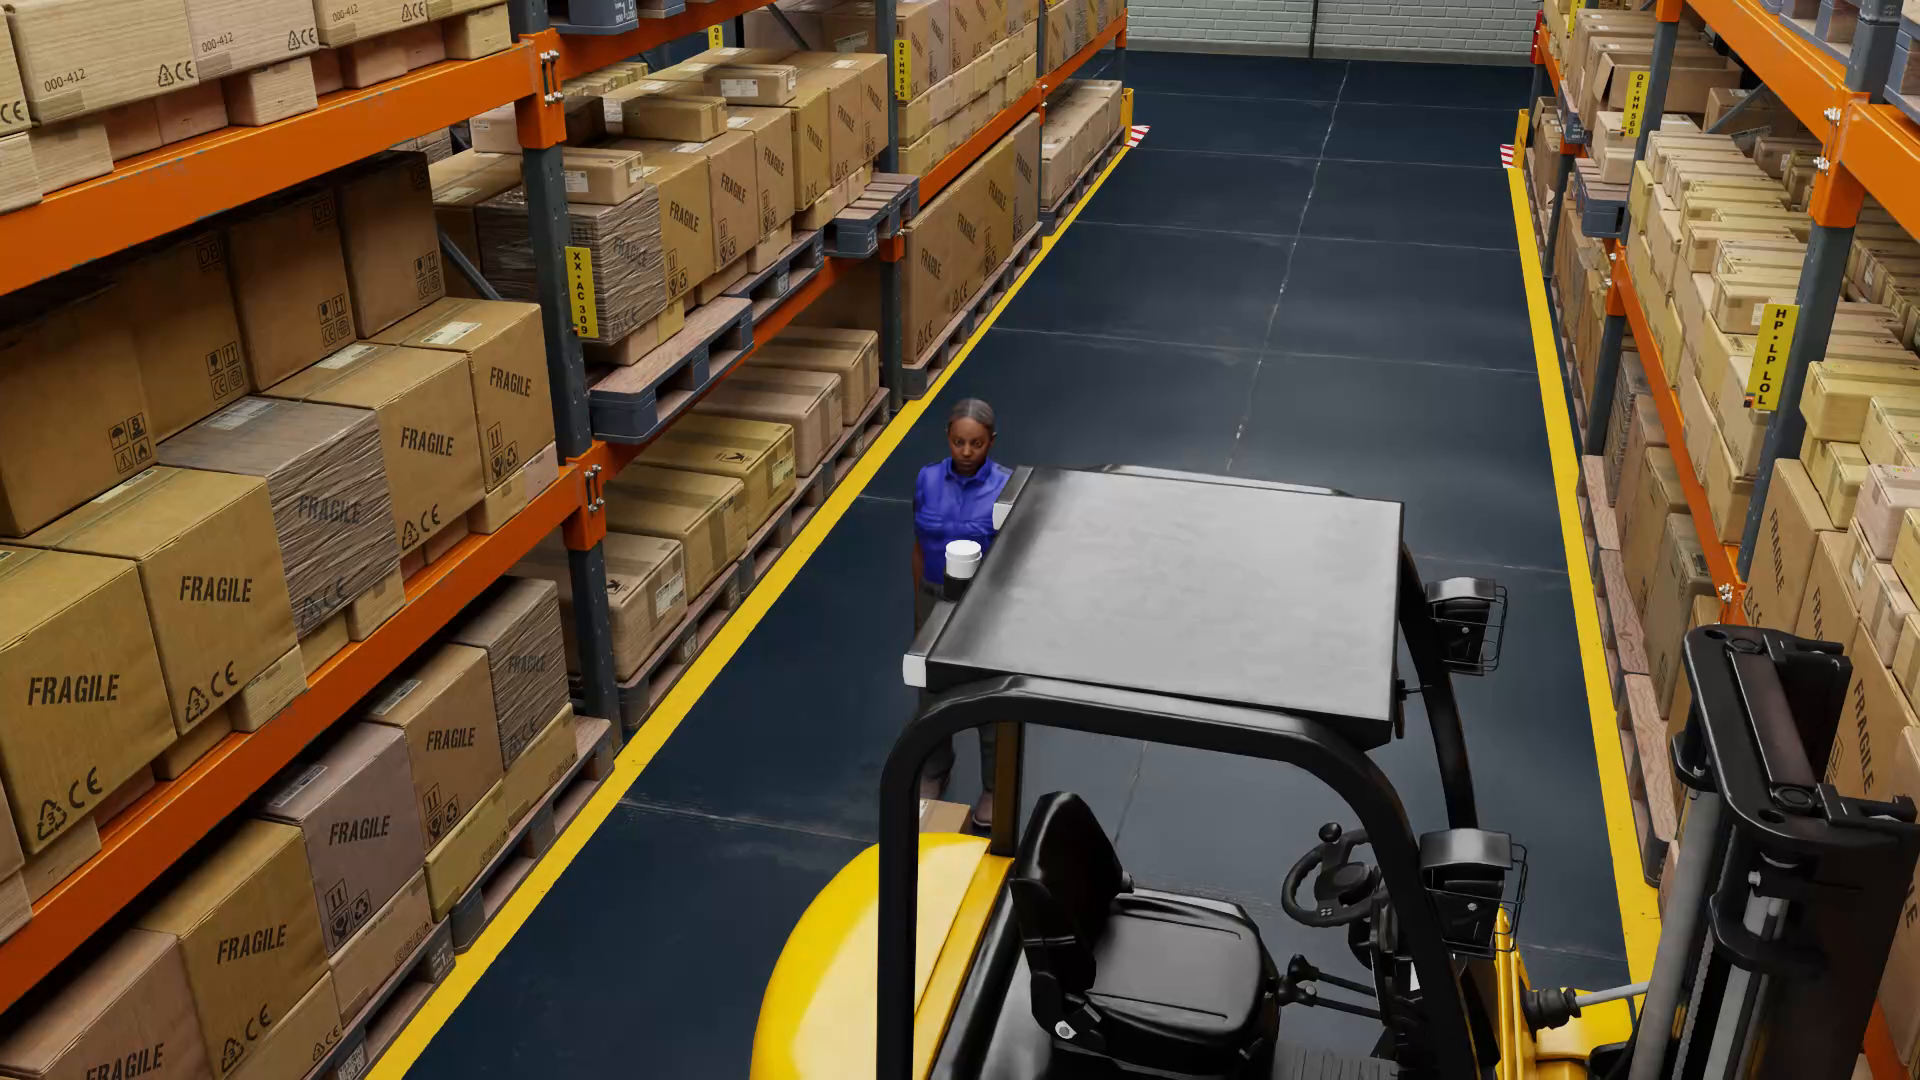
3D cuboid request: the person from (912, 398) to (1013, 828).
[{"bbox_3d":[0.029,0.291,6.068,0.444,1.678,0.324,7,26,14],"label":"person"}]
